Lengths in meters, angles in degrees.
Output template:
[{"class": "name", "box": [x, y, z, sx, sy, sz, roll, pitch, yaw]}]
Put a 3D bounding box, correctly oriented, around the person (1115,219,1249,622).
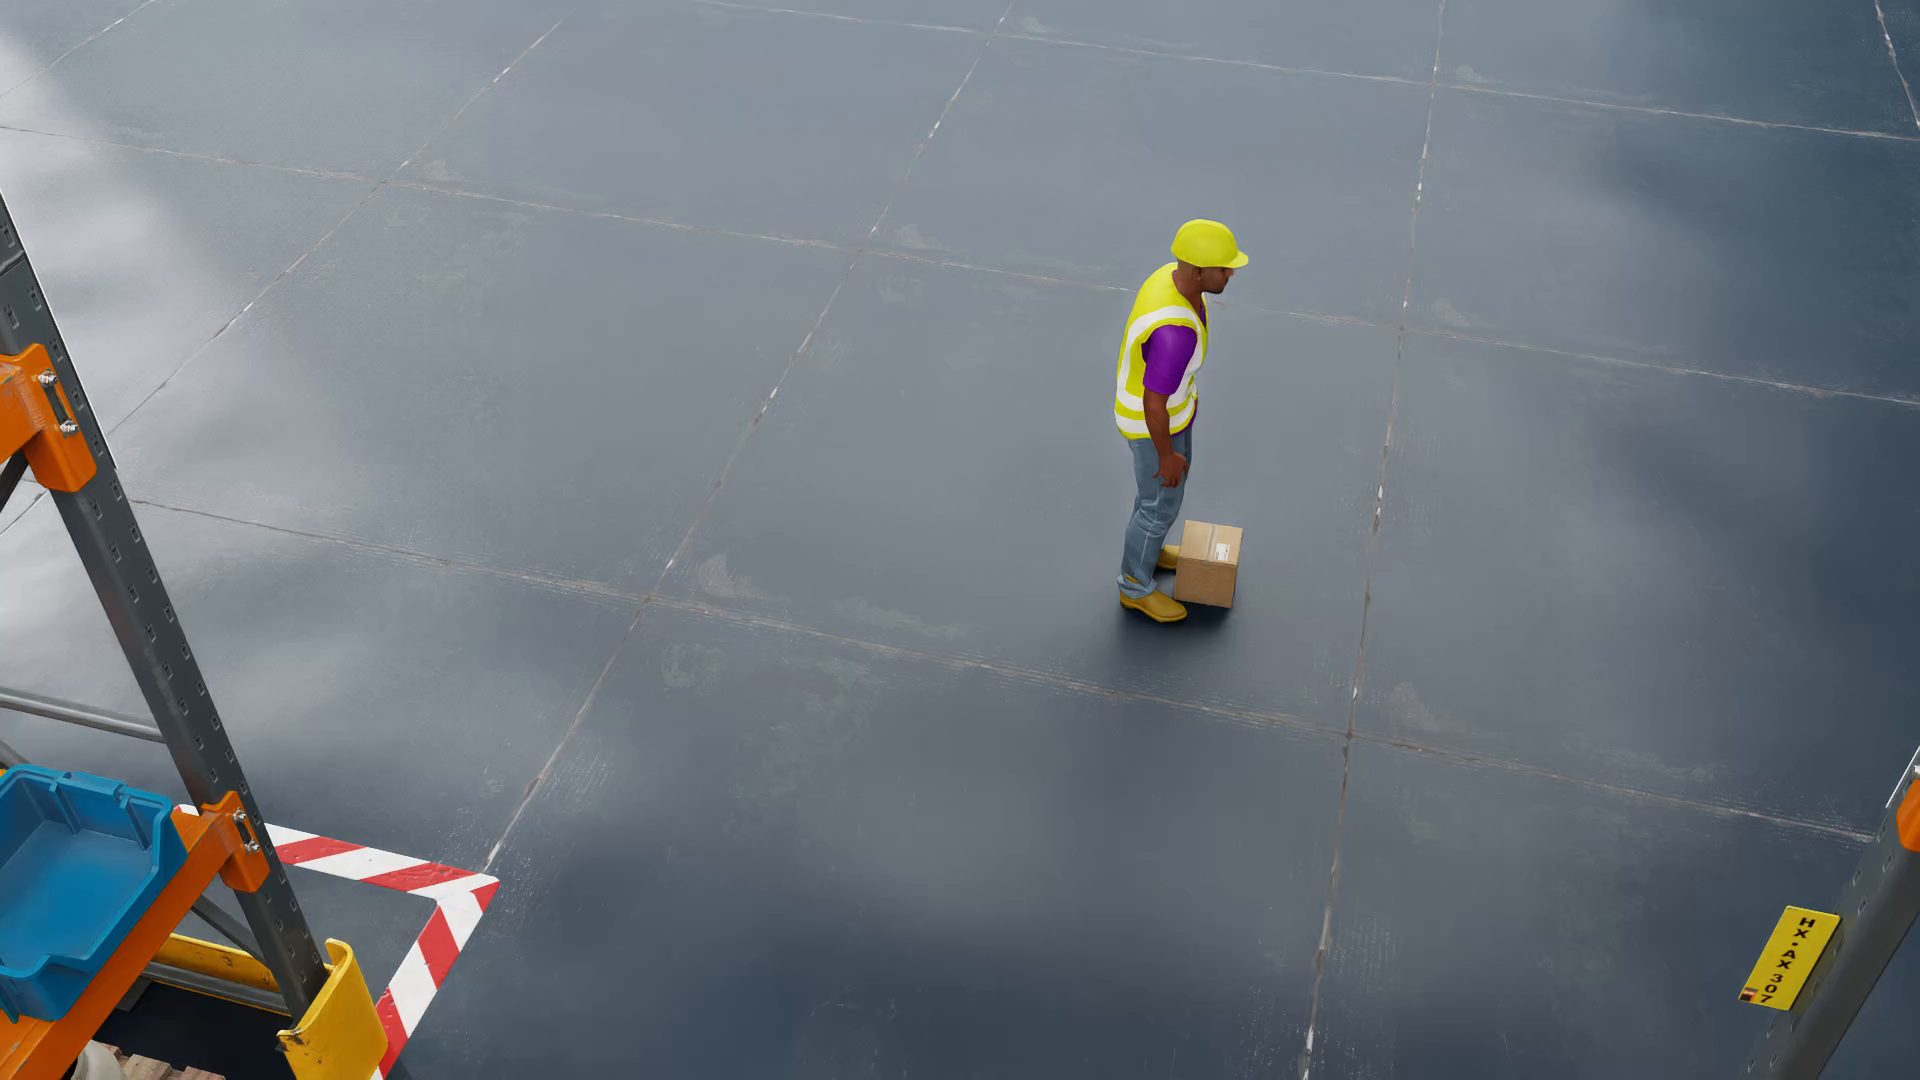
[{"class": "person", "box": [0.853, -0.505, 6.729, 0.456, 1.761, 0.637, 8, 41, 10]}]
